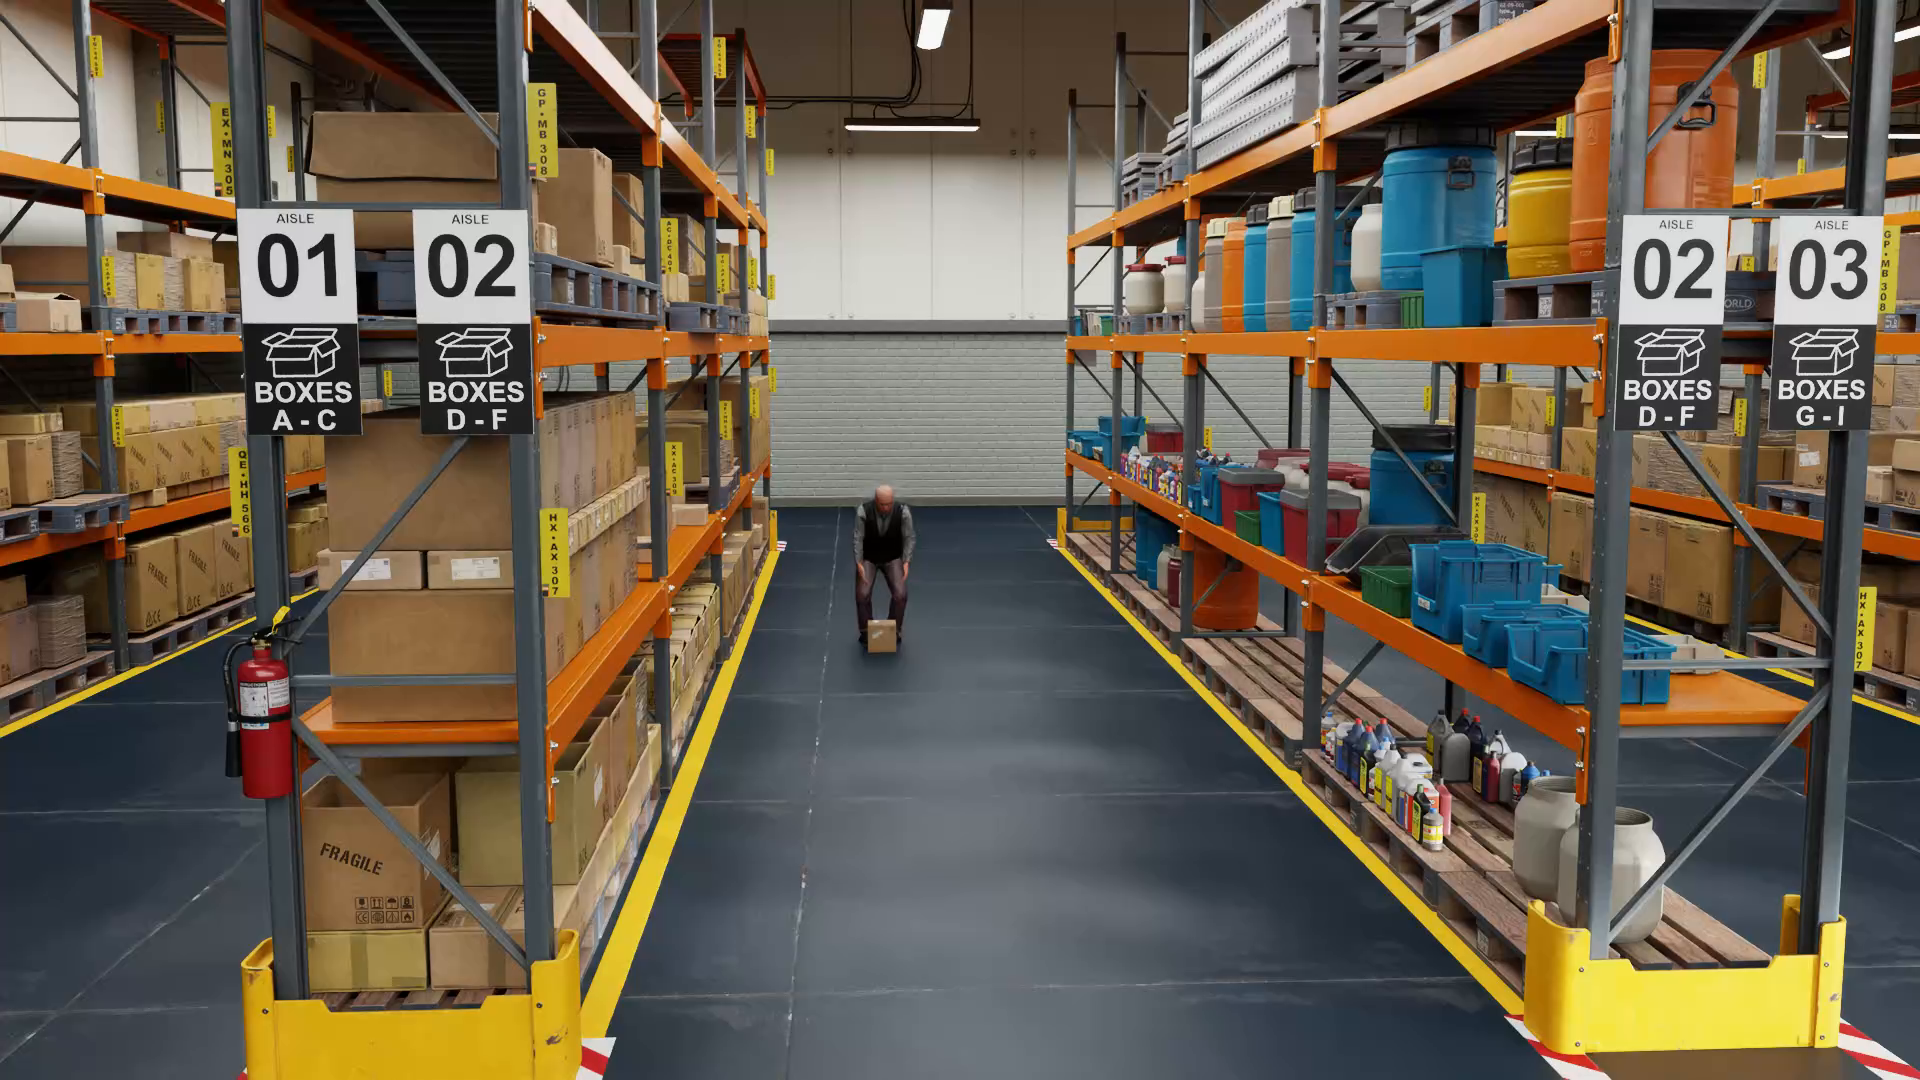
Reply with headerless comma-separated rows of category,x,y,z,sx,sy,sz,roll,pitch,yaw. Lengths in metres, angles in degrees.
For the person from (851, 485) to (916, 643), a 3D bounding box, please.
person,-0.698,0.209,15.227,0.590,1.461,0.670,0,7,-3
